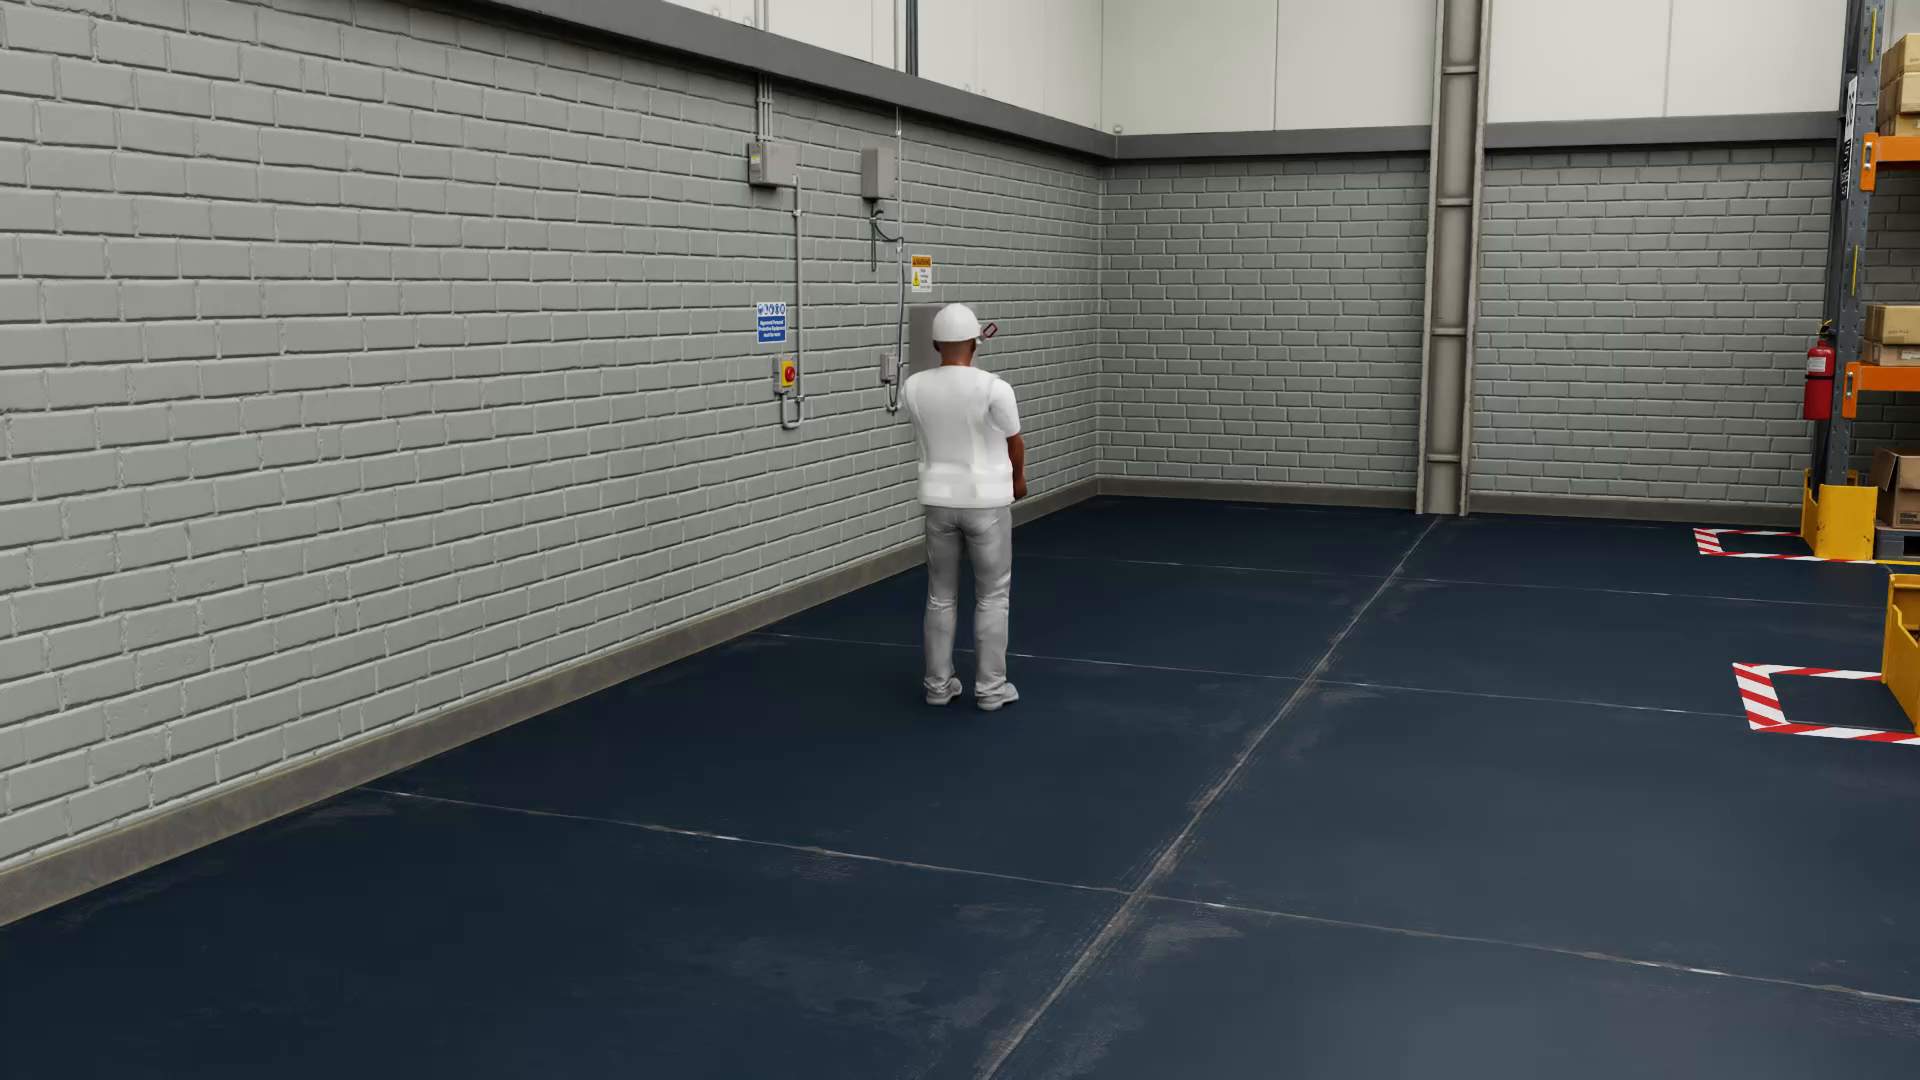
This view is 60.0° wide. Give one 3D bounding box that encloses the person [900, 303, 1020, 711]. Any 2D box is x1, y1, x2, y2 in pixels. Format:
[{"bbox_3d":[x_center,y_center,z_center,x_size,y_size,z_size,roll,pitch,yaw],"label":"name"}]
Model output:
[{"bbox_3d":[0.014,-0.147,7.258,0.503,1.760,0.404,3,9,22],"label":"person"}]
